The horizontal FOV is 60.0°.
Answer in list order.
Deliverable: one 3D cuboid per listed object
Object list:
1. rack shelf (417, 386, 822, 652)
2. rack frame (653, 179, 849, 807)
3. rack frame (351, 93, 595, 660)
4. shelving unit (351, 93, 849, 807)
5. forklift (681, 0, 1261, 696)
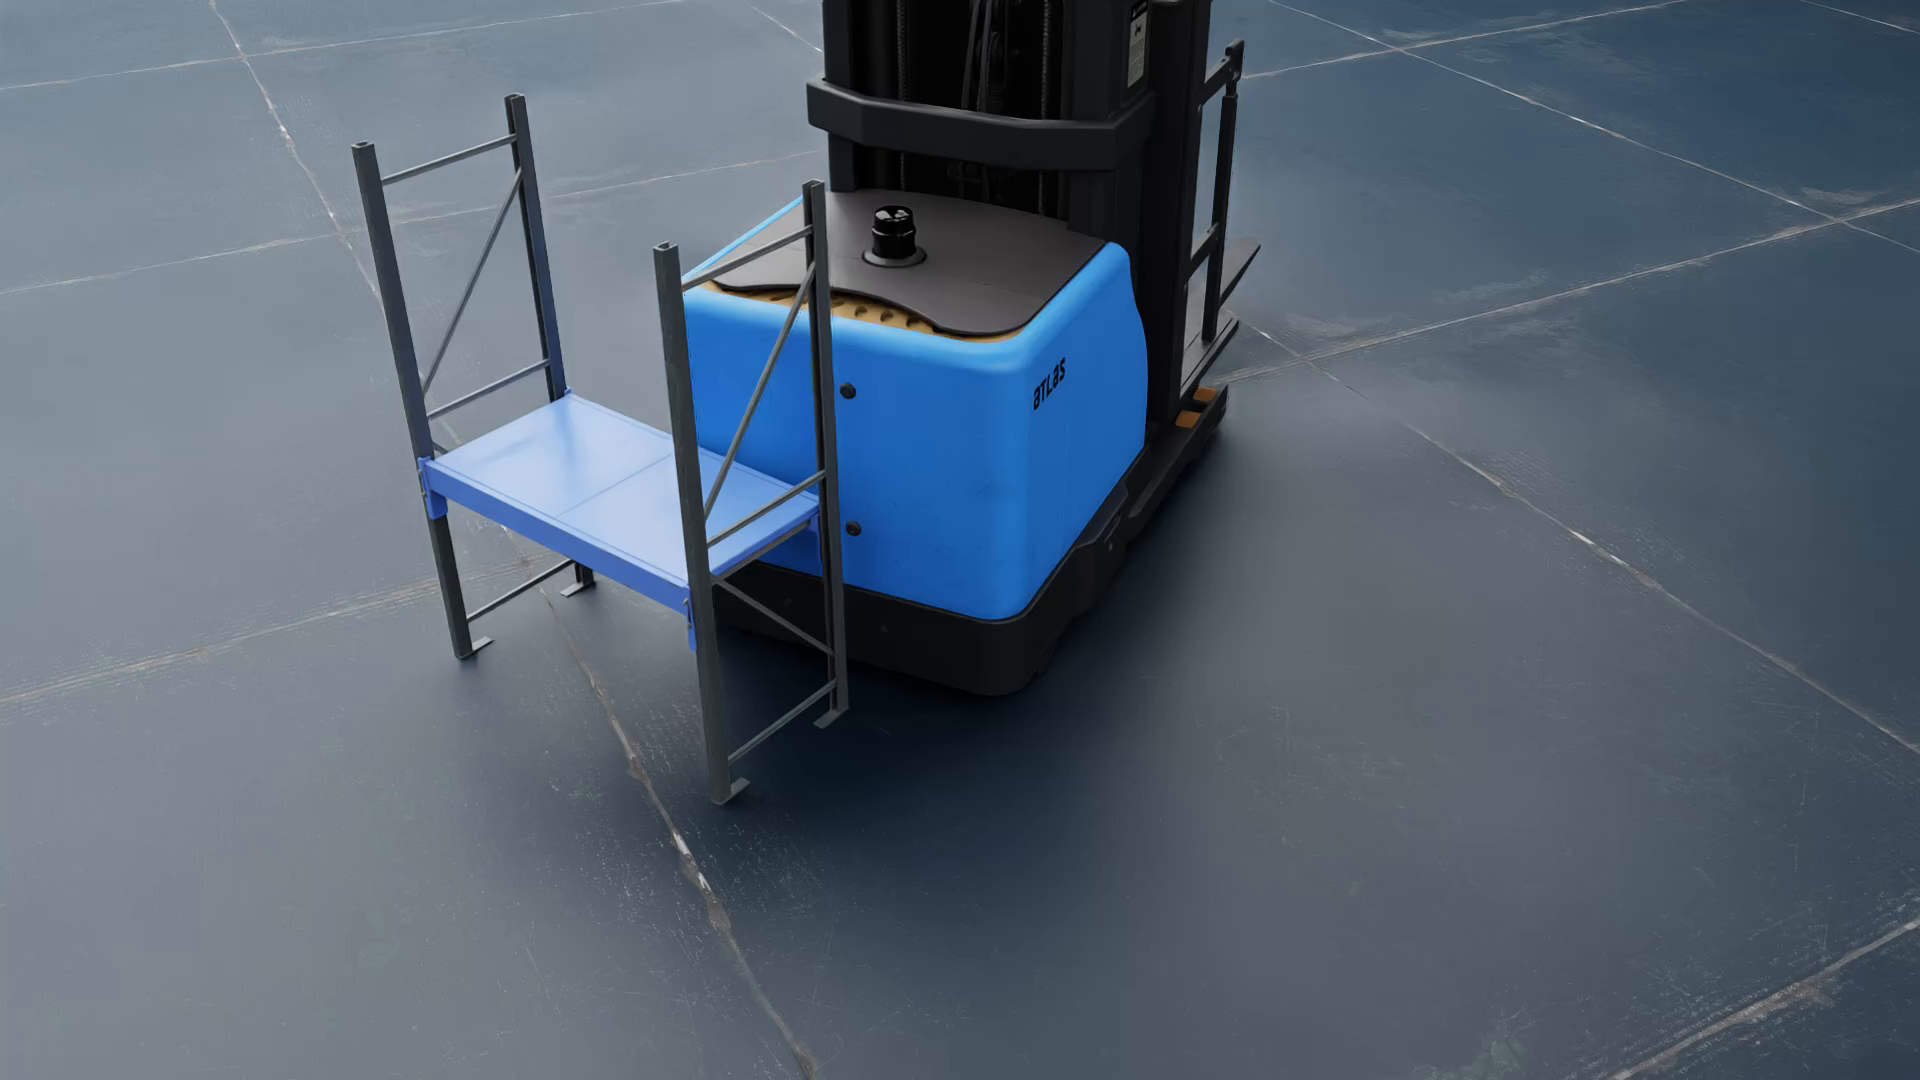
[{"bbox_3d":[-0.870,-0.084,4.324,1.000,0.185,0.538,22,39,31],"label":"rack shelf"},{"bbox_3d":[-0.466,-0.069,3.967,0.032,1.500,0.500,22,39,31],"label":"rack frame"},{"bbox_3d":[-1.274,-0.402,4.487,0.032,1.500,0.500,22,39,31],"label":"rack frame"},{"bbox_3d":[-0.870,-0.235,4.227,1.048,1.500,0.538,22,39,31],"label":"shelving unit"},{"bbox_3d":[0.288,-1.597,5.026,1.130,2.935,3.031,14,35,20],"label":"forklift"}]
